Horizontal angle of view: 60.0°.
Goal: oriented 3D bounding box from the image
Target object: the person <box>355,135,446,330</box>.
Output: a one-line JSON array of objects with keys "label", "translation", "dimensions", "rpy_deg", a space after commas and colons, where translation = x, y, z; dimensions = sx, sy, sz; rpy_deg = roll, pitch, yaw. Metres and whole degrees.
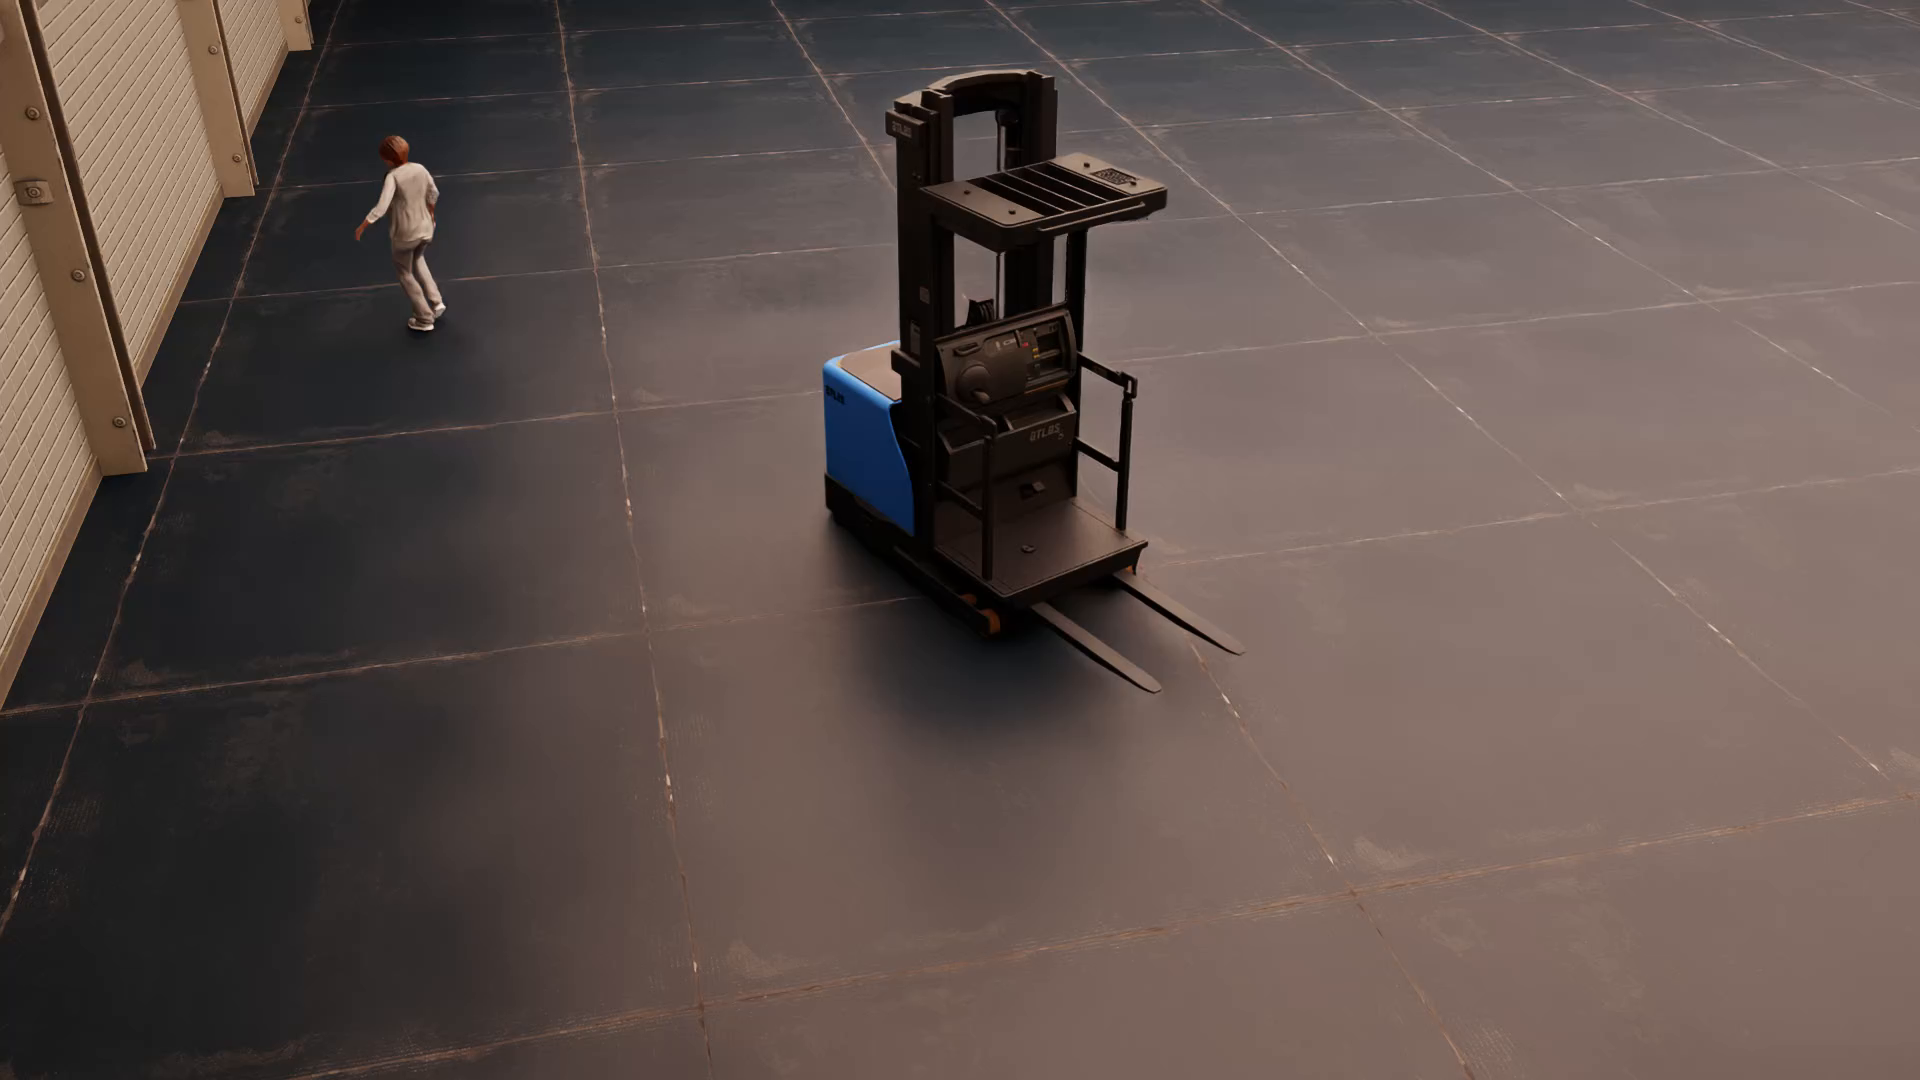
[{"label": "person", "translation": [-4.377, -2.396, 13.100], "dimensions": [0.423, 1.584, 0.718], "rpy_deg": [21, 36, 31]}]

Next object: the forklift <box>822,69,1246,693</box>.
[{"label": "forklift", "translation": [0.399, -0.990, 9.285], "dimensions": [1.130, 2.935, 3.031], "rpy_deg": [-20, 35, -30]}]
